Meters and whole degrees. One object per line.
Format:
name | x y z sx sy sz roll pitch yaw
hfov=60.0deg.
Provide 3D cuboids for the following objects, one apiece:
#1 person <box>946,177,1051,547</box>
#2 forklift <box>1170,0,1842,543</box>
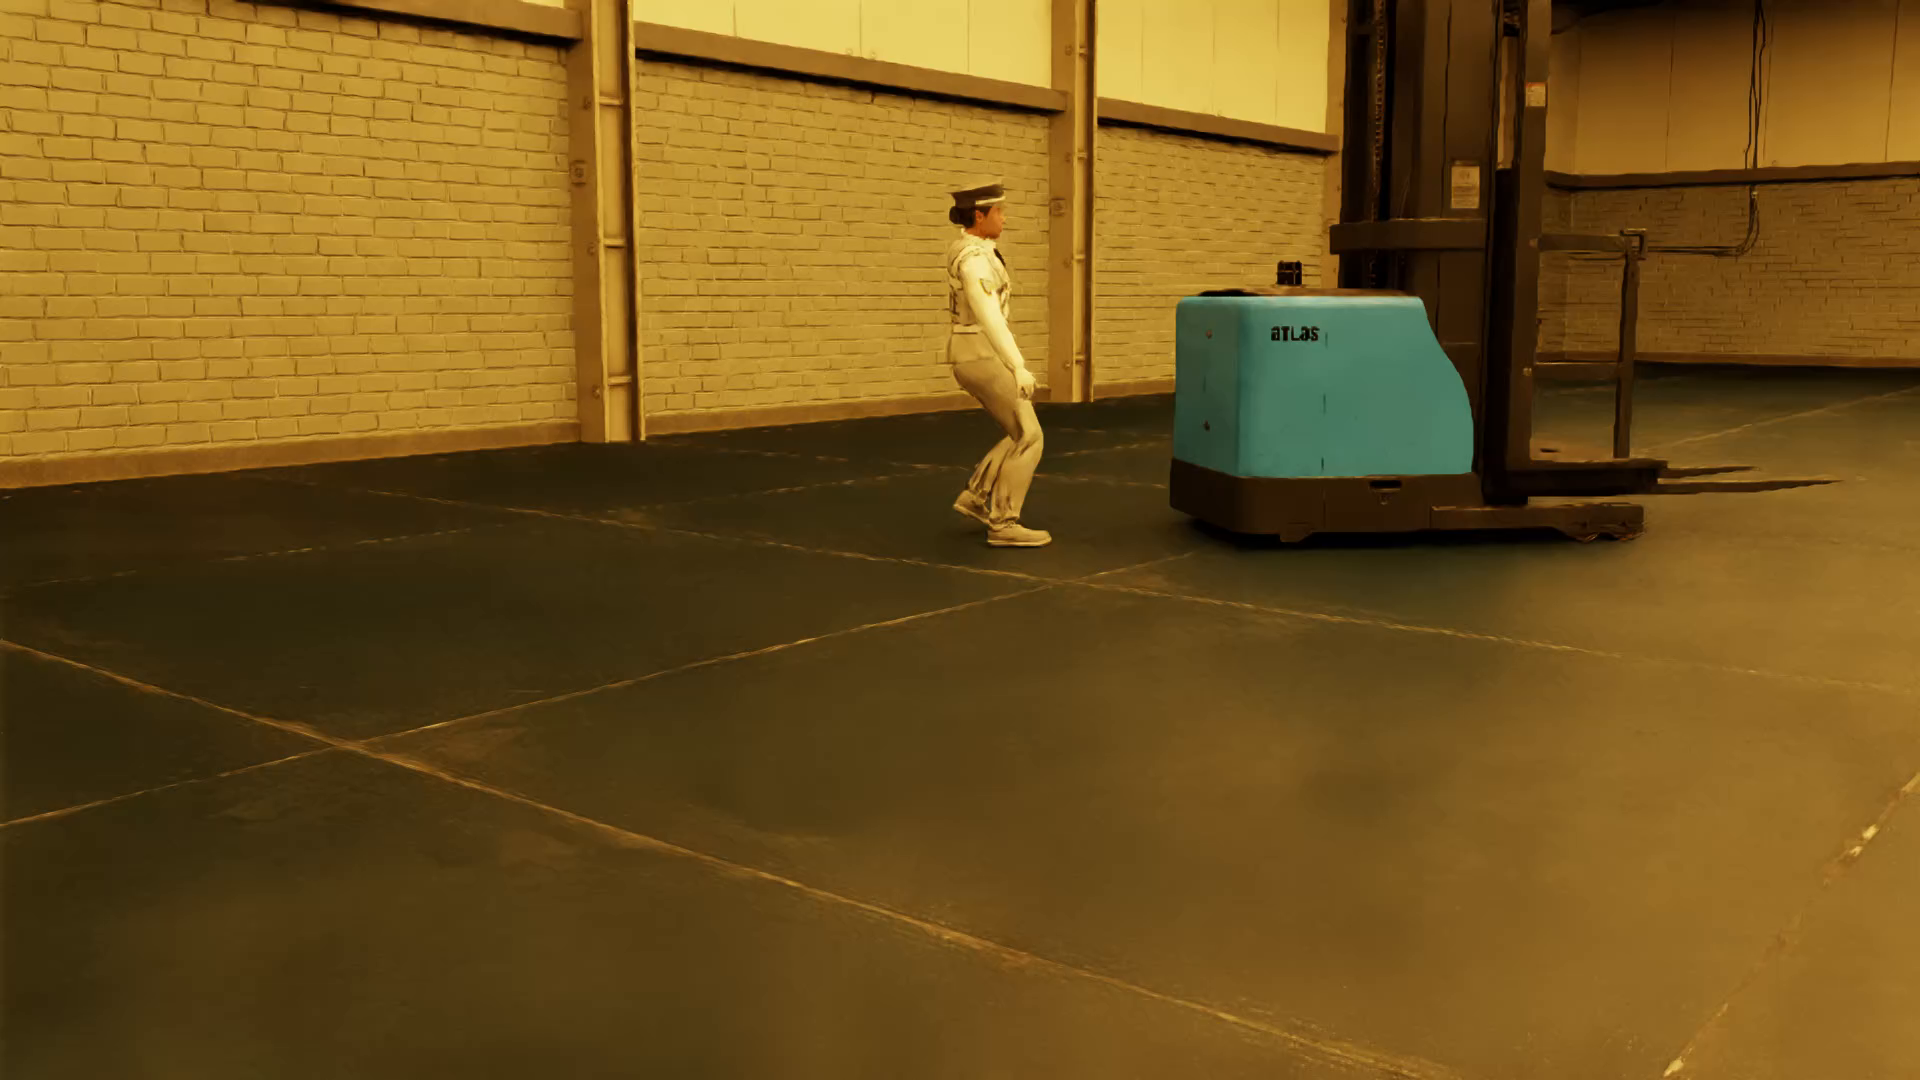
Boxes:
person | 0.166 -0.784 7.297 0.444 1.578 0.740 0 8 -3
forklift | 2.577 -1.516 7.644 3.031 2.935 1.130 -2 8 -11
